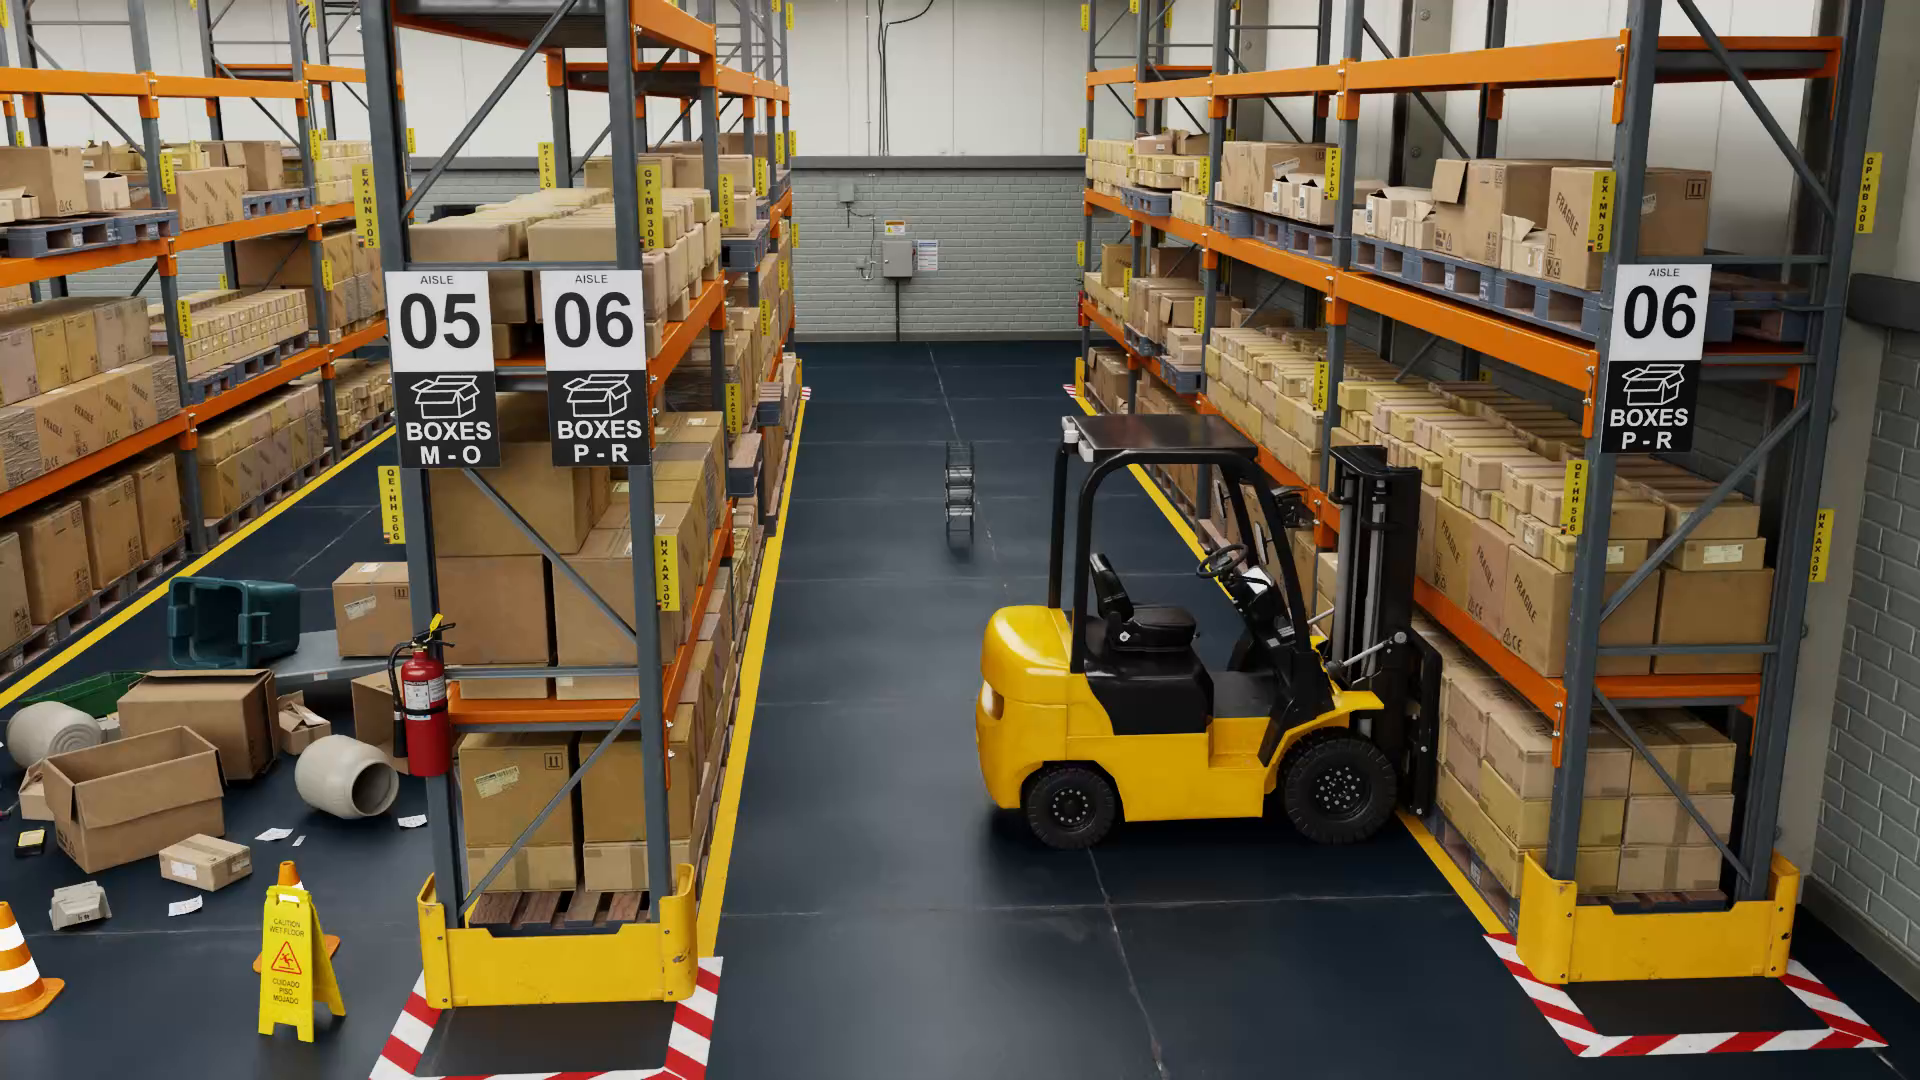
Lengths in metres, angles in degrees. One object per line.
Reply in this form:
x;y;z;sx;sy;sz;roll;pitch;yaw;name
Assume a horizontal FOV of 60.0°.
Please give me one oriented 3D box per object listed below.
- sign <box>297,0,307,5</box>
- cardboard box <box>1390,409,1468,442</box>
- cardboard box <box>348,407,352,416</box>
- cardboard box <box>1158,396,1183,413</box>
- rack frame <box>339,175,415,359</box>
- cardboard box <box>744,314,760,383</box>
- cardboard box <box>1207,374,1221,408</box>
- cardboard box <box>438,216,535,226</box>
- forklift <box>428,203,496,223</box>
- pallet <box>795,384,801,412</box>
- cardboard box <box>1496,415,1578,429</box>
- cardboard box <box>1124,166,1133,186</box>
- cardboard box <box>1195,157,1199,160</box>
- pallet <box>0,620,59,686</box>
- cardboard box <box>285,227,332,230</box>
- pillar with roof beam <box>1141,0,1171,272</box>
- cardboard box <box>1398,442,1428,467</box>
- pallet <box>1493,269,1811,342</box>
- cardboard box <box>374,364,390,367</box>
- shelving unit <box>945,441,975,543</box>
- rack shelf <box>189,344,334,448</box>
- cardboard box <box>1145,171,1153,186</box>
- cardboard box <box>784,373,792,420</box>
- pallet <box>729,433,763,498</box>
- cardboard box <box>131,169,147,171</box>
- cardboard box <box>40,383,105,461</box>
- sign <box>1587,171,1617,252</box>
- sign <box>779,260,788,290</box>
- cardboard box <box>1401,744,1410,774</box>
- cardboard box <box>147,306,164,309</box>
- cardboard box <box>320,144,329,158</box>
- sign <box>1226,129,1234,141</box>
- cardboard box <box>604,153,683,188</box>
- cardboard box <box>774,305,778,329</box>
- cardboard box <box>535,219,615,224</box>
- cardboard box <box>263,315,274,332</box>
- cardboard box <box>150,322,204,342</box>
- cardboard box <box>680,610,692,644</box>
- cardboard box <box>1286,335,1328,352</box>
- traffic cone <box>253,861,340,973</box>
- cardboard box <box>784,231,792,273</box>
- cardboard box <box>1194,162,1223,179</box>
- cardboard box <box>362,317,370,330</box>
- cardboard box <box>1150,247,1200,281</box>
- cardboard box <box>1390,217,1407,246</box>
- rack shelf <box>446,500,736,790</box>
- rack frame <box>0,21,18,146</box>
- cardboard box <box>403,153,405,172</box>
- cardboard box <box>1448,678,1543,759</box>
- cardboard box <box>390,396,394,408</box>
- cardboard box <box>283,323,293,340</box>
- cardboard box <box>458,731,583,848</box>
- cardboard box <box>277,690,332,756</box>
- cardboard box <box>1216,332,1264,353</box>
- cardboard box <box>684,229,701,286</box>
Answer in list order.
-6.895;-5.761;17.388;0.100;0.325;0.005;-1;14;-3;sign
2.747;-0.672;9.742;0.380;0.149;0.250;-1;14;-4;cardboard box
-7.308;-1.500;19.341;0.380;0.149;0.250;-1;14;-4;cardboard box
2.327;-1.447;17.726;0.380;0.149;0.250;-1;14;-4;cardboard box
-7.696;-3.311;22.099;1.000;3.000;0.127;-1;14;-3;rack frame
-1.918;-1.582;13.738;0.500;0.500;0.500;-1;14;-4;cardboard box
2.471;-1.314;14.638;0.500;0.250;0.500;-1;14;-3;cardboard box
-2.098;-1.358;7.393;0.380;0.149;0.250;-1;14;-4;cardboard box
-4.664;-1.717;16.041;1.130;2.935;3.031;-1;14;-3;forklift
-2.634;-1.865;22.073;1.003;0.211;1.213;-1;14;-3;pallet
3.304;-0.619;9.536;0.380;0.149;0.250;-1;14;-4;cardboard box
2.160;-4.136;18.988;0.500;0.250;0.500;-1;14;-3;cardboard box
2.604;-3.827;16.949;0.380;0.149;0.250;-1;14;-3;cardboard box
-7.076;0.833;11.589;1.003;0.211;1.213;-1;14;-3;pallet
-7.851;-3.490;19.992;0.500;0.500;0.500;-1;14;-5;cardboard box
-1.372;-7.014;24.450;9.100;9.000;0.400;-1;14;-3;pillar with roof beam
2.743;-0.466;9.540;0.380;0.149;0.250;-1;14;-5;cardboard box
3.165;-1.097;7.652;1.003;0.211;1.213;-1;14;-3;pallet
-7.309;-2.168;21.343;0.380;0.149;0.250;-1;14;-5;cardboard box
-0.001;-0.438;15.146;0.258;0.900;0.210;-1;14;-3;shelving unit
-7.324;-1.471;16.389;1.077;0.370;4.000;-1;14;-3;rack shelf
2.127;-3.744;17.222;0.380;0.149;0.250;-1;14;-4;cardboard box
-2.502;-1.761;20.373;0.875;0.438;0.875;-1;14;-5;cardboard box
-1.921;-0.528;11.666;1.003;0.211;1.213;-1;14;-3;pallet
-7.534;-3.085;15.000;0.500;0.500;0.500;-1;14;-3;cardboard box
-6.808;-0.886;12.474;0.500;0.500;0.500;-1;14;-3;cardboard box
2.641;-1.349;6.837;0.100;0.325;0.005;-1;14;-3;sign
-1.973;-2.951;18.535;0.100;0.325;0.005;-1;14;-3;sign
2.741;1.128;9.521;0.500;0.250;0.500;0;14;-2;cardboard box
-7.782;-2.193;16.219;0.380;0.149;0.250;0;14;-2;cardboard box
-7.280;-4.337;18.566;0.380;0.149;0.250;-1;14;-4;cardboard box
2.993;-4.399;18.479;0.100;0.325;0.005;-1;14;-3;sign
-2.267;-2.649;11.963;0.500;0.250;0.500;-1;14;-3;cardboard box
-2.206;-2.357;17.690;0.500;0.250;0.500;-1;14;-2;cardboard box
-1.620;-1.305;7.185;0.380;0.149;0.250;-1;14;-4;cardboard box
-7.161;-2.186;16.792;0.380;0.149;0.250;-2;15;-6;cardboard box
-7.055;-1.876;14.989;0.380;0.149;0.250;-1;14;-5;cardboard box
-1.520;0.407;8.153;0.380;0.149;0.250;-1;14;-3;cardboard box
2.993;-1.657;14.167;0.380;0.149;0.250;-1;14;-3;cardboard box
-3.085;1.708;7.683;0.336;0.463;0.334;-1;14;-3;traffic cone
-2.433;-3.700;21.402;0.500;0.500;0.500;-1;14;-3;cardboard box
2.393;-3.431;15.450;0.380;0.149;0.250;-1;14;-5;cardboard box
-7.269;-2.597;19.828;0.380;0.149;0.250;0;14;-1;cardboard box
2.613;-3.305;20.273;0.500;0.500;0.500;-1;14;-5;cardboard box
2.708;-1.781;9.594;0.380;0.149;0.250;0;14;-2;cardboard box
-1.895;0.418;9.051;1.077;0.370;4.000;-1;14;-3;rack shelf
-12.653;-6.165;21.152;1.000;3.000;0.127;-1;14;-3;rack frame
-7.414;-4.823;21.252;0.500;0.250;0.500;-1;14;-5;cardboard box
2.806;0.896;8.415;0.500;0.250;0.500;-1;14;-2;cardboard box
-7.301;-1.753;20.922;0.380;0.149;0.250;-2;15;-6;cardboard box
-7.196;-2.176;17.348;0.380;0.149;0.250;-1;14;-4;cardboard box
-2.081;1.136;7.984;0.500;0.500;0.500;-1;14;-3;cardboard box
-4.110;1.132;10.319;0.258;0.266;0.396;-13;20;-42;cardboard box
2.431;-1.713;14.386;0.380;0.149;0.250;-1;14;-2;cardboard box
-1.626;-1.468;8.620;0.500;0.250;0.500;-1;14;-2;cardboard box
